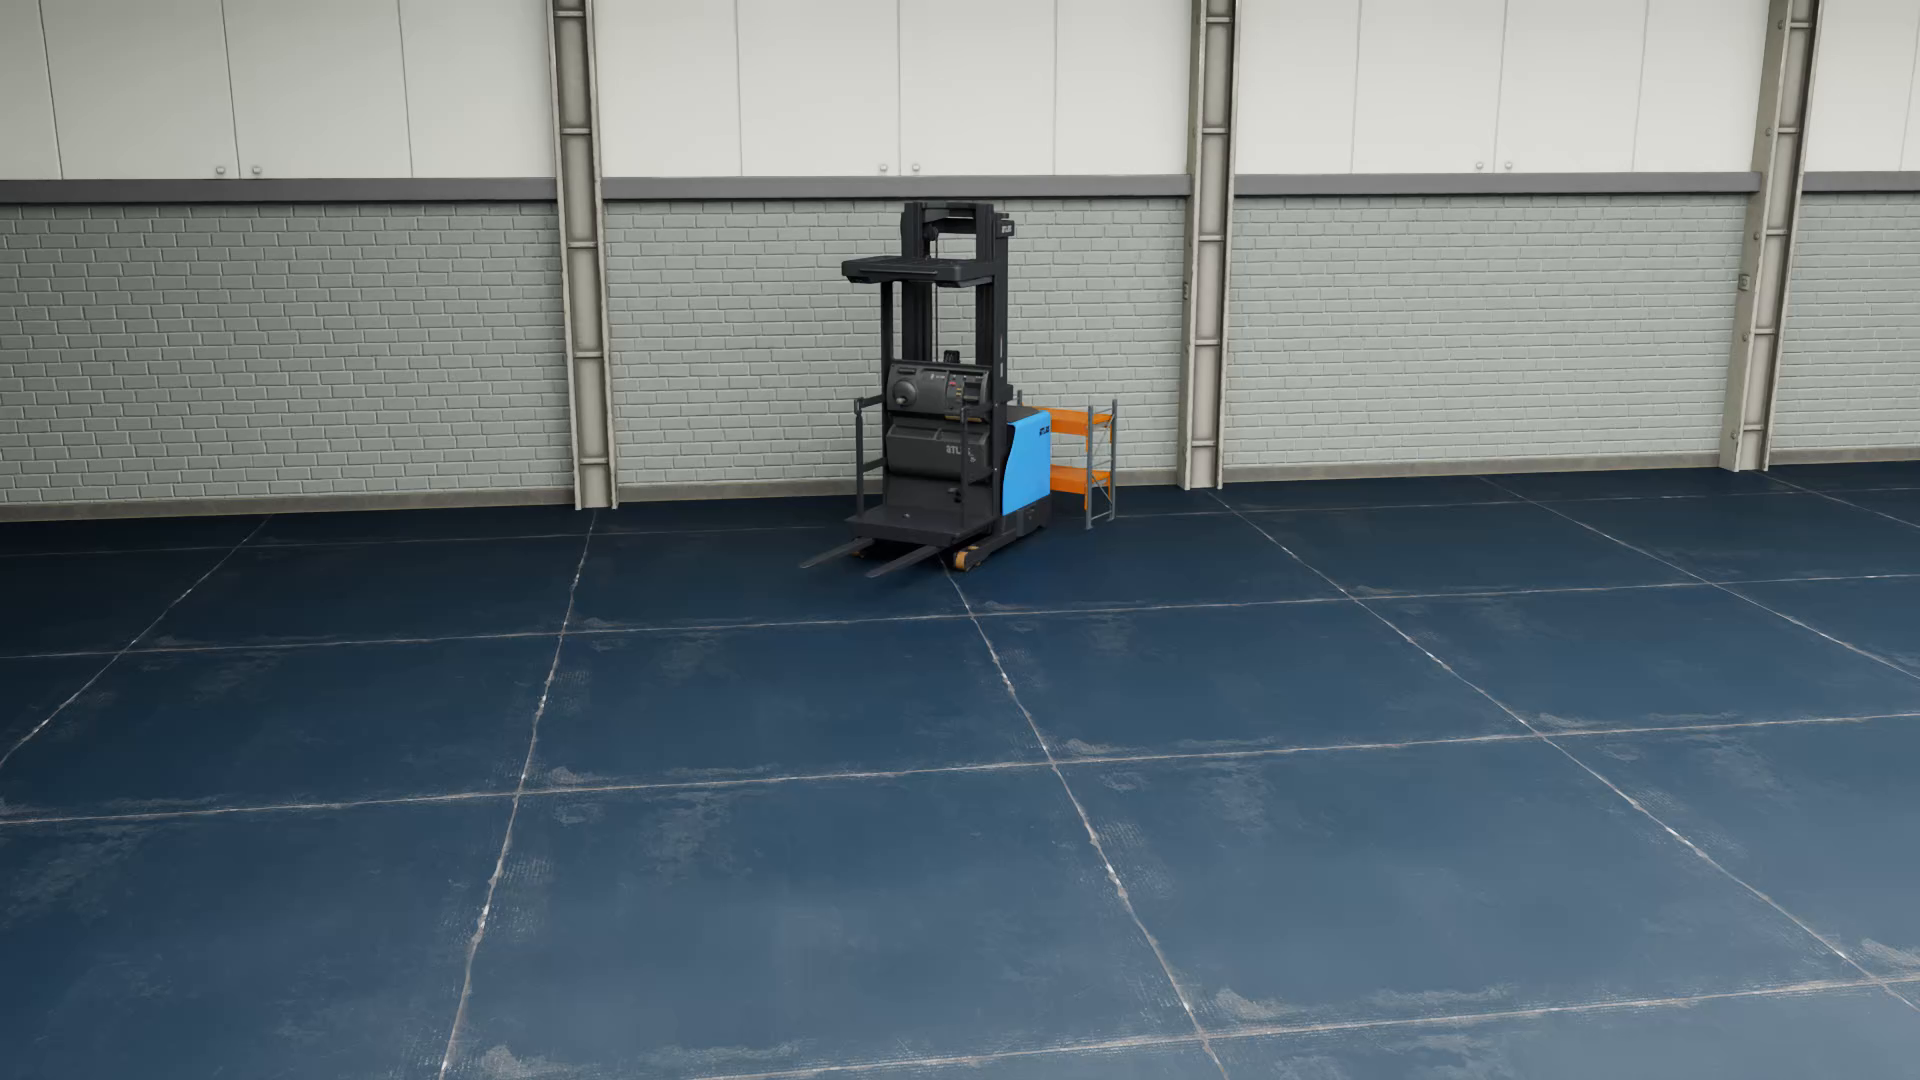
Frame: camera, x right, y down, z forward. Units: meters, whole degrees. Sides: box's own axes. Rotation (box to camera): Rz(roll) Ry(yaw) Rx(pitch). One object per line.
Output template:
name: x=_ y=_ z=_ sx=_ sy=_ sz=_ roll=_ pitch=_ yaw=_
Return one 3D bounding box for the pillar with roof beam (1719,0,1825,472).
pillar with roof beam: x=9.007 y=-4.096 z=12.554 sx=0.400 sy=9.000 sz=9.100 roll=-2 pitch=14 yaw=-8

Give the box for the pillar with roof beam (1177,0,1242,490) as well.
pillar with roof beam: x=3.074 y=-3.878 z=11.687 sx=0.400 sy=9.000 sz=9.100 roll=-2 pitch=14 yaw=-8

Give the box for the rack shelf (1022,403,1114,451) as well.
rack shelf: x=0.868 y=-1.049 z=15.387 sx=1.000 sy=0.278 sz=0.538 roll=9 pitch=17 yaw=32

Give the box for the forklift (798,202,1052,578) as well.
forklift: x=-0.283 y=-1.286 z=13.826 sx=1.130 sy=2.935 sz=3.031 roll=7 pitch=16 yaw=26

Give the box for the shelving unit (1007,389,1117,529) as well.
shelving unit: x=0.868 y=-0.765 z=15.458 sx=1.048 sy=1.125 sz=0.538 roll=9 pitch=17 yaw=32

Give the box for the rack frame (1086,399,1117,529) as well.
rack frame: x=1.293 y=-0.697 z=15.188 sx=0.032 sy=1.125 sz=0.500 roll=9 pitch=17 yaw=32

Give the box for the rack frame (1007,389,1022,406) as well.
rack frame: x=0.442 y=-0.832 z=15.727 sx=0.032 sy=1.125 sz=0.500 roll=9 pitch=17 yaw=32

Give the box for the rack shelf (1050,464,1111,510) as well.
rack shelf: x=0.868 y=-0.528 z=15.517 sx=1.000 sy=0.278 sz=0.538 roll=9 pitch=17 yaw=32

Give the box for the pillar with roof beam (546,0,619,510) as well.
pillar with roof beam: x=-2.859 y=-3.661 z=10.820 sx=0.400 sy=9.000 sz=9.100 roll=-2 pitch=14 yaw=-8
